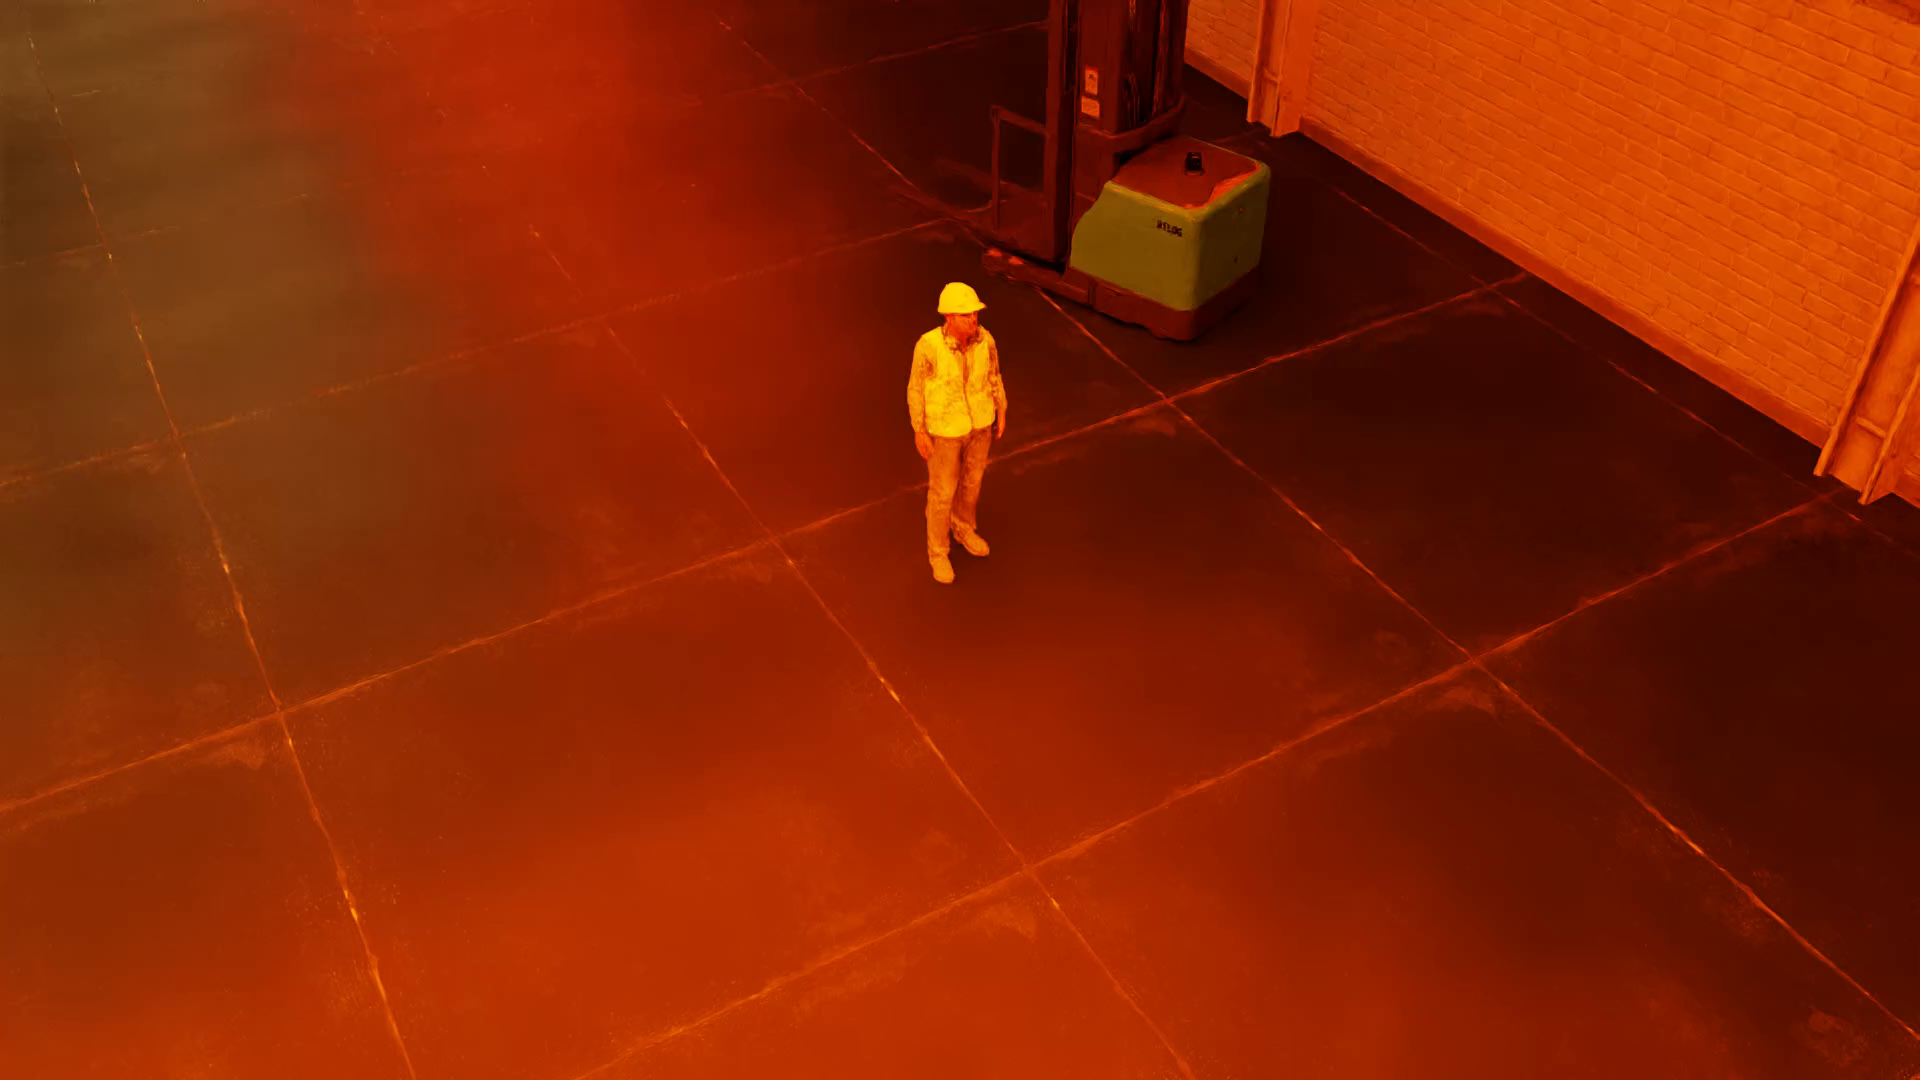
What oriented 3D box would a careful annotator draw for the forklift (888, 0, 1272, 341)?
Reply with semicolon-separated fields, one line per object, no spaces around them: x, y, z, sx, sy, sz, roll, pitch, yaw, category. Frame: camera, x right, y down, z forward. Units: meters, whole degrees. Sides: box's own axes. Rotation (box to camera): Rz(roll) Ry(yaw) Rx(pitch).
0.792;-3.353;12.079;3.031;2.935;1.130;28;47;30;forklift

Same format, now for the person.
0.024;-0.651;9.716;0.632;1.773;0.567;-20;44;-23;person
